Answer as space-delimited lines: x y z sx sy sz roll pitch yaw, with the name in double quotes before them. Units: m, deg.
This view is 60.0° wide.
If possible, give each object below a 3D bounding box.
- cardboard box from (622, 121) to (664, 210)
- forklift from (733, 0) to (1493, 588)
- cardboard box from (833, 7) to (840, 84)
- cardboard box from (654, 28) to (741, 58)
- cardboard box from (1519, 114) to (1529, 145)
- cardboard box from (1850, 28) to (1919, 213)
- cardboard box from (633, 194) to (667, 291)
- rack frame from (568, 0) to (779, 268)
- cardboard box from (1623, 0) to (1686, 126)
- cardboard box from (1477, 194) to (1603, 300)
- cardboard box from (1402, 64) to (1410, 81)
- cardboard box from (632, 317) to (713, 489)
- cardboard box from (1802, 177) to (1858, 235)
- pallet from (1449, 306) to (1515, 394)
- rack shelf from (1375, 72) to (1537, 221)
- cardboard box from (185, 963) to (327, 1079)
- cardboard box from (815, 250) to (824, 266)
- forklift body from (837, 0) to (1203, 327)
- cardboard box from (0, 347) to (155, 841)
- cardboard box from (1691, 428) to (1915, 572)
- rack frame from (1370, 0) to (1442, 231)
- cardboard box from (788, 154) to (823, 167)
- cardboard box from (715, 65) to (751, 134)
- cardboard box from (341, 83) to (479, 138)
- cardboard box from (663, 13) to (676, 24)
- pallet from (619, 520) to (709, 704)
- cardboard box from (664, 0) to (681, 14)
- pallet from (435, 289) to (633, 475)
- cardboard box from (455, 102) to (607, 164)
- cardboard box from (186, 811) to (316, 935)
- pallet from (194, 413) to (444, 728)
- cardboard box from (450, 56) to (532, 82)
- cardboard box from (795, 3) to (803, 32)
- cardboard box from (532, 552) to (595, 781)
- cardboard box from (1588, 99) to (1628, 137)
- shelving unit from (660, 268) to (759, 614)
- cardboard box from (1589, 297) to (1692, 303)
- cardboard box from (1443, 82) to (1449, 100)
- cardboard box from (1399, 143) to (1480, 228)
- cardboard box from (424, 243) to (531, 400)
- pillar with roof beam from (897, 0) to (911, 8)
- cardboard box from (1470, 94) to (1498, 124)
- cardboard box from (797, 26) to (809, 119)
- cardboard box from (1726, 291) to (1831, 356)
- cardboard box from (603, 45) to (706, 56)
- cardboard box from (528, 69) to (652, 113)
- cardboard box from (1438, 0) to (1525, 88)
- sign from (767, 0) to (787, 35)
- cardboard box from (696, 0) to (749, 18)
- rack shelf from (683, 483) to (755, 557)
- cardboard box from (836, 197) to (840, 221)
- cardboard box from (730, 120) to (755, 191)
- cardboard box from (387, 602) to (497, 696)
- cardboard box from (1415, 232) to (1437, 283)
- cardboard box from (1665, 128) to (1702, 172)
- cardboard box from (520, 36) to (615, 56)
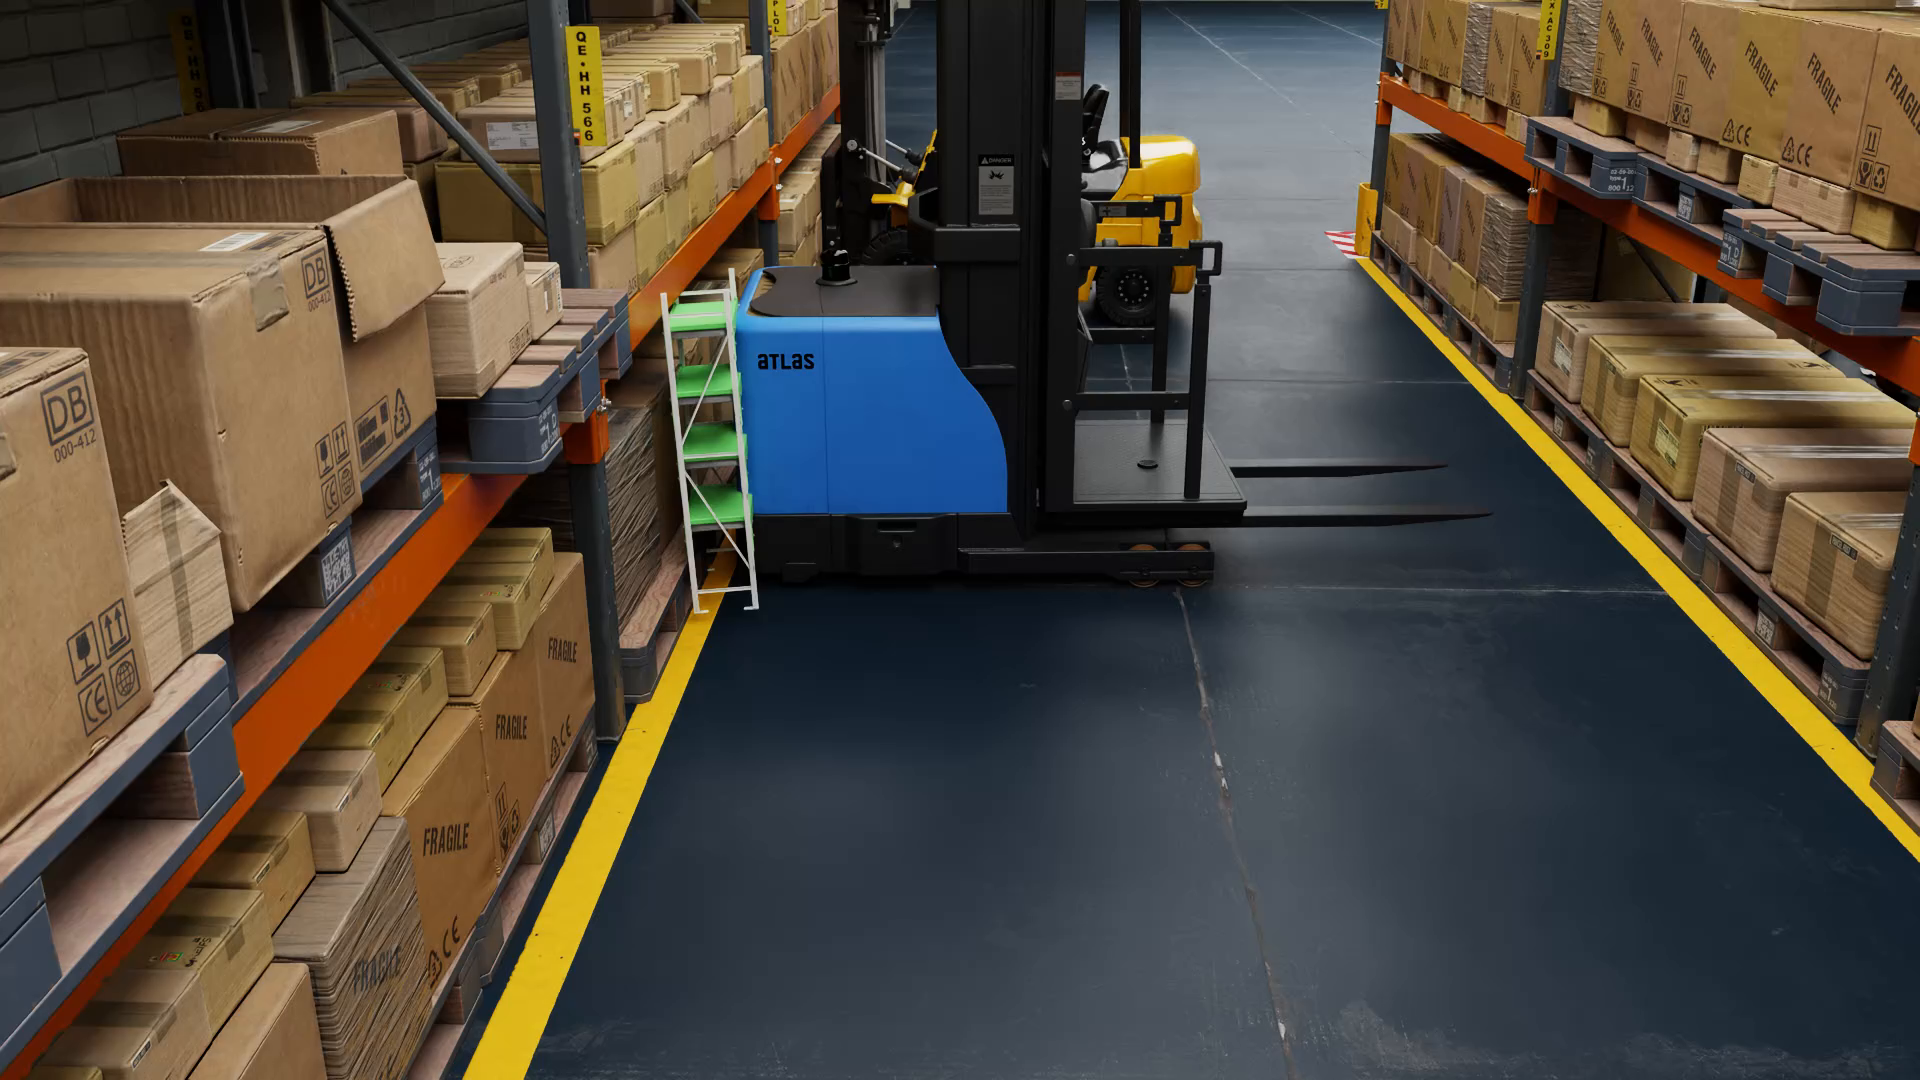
"cardboard box" -1.320 -1.273 5.679 0.500 0.250 0.500 1 21 3
"forklift" 0.623 -1.372 6.513 3.031 2.935 1.130 -1 21 -1
"cardboard box" -1.103 -3.529 11.839 0.500 0.500 0.500 0 21 0
"cardboard box" -1.251 -2.347 7.895 0.380 0.149 0.250 0 21 1
"cardboard box" 3.194 -2.166 8.812 0.380 0.149 0.250 0 21 1
"cardboard box" 3.103 -1.266 5.015 0.500 0.500 0.500 0 21 0
"cardboard box" -1.316 -1.040 5.771 0.500 0.250 0.500 0 21 0
"rack frame" -1.472 -2.217 8.596 1.000 3.000 0.127 1 21 2
"cardboard box" 3.145 -2.019 6.955 0.500 0.500 0.500 1 21 1
"cardboard box" 3.239 -1.644 9.304 0.500 0.500 0.500 0 21 1
"cardboard box" 3.394 -3.372 11.921 0.380 0.149 0.250 1 21 2
"cardboard box" -1.529 -0.565 7.040 0.875 0.625 0.625 0 21 -1
"cardboard box" 3.041 -1.107 5.501 0.380 0.149 0.250 0 21 1
"pallet" 3.474 -1.107 9.590 1.003 0.211 1.213 1 21 2
"rack shelf" 3.550 -2.552 10.453 1.077 0.370 4.000 1 21 2
"cardboard box" -1.450 1.100 2.923 0.500 0.500 0.500 0 21 0
"cardboard box" -1.127 -1.672 10.412 0.500 0.250 0.500 1 21 3
"forklift body" 0.415 -2.562 10.658 2.313 2.155 1.214 1 21 2
"cardboard box" -1.462 0.073 1.974 0.700 0.500 0.500 1 21 2
"cardboard box" 3.409 -0.159 6.345 0.950 0.372 0.625 0 21 1
"rack frame" 3.611 -3.610 12.186 1.000 3.000 0.127 1 21 2
"cardboard box" -1.091 -2.323 10.708 0.500 0.250 0.500 0 21 1
"cardboard box" -1.240 -2.014 7.588 0.500 0.250 0.500 0 21 0
"cardboard box" -1.821 -1.428 5.529 0.380 0.149 0.250 1 21 2
"cardboard box" -1.746 -2.776 9.002 0.380 0.149 0.250 0 21 0
"pallet" -1.530 0.232 6.139 1.003 0.211 1.213 1 21 2
"cardboard box" -1.716 -2.914 8.946 0.380 0.149 0.250 0 21 0
"pallet" -1.544 -0.435 4.270 1.213 0.211 1.003 1 21 2
"cardboard box" -1.290 -1.232 5.022 0.380 0.149 0.250 1 21 3
"cardboard box" -1.483 0.645 3.198 0.380 0.149 0.250 1 21 2
"pallet" -1.648 0.022 3.091 1.003 0.211 1.213 1 21 2
"cardboard box" -1.759 -1.795 6.473 0.380 0.149 0.250 1 21 3
"cardboard box" -1.122 -3.050 9.707 0.380 0.149 0.250 0 21 1
"cardboard box" -1.392 0.354 4.845 0.500 0.500 0.500 1 21 3
"cardboard box" 3.140 -1.956 7.690 0.380 0.149 0.250 1 21 3
"shelving unit" -0.926 -0.379 6.265 0.258 1.200 0.503 -4 18 -4
"cardboard box" 3.777 -1.288 9.422 0.500 0.250 0.500 0 21 -1
"cardboard box" 3.335 -2.905 10.715 0.380 0.149 0.250 1 21 3
"cardboard box" 3.298 -2.387 11.219 0.500 0.500 0.500 0 21 0
"cardboard box" -1.303 -0.512 3.828 0.500 0.250 0.500 0 21 -1
"pillar with roof beam" 2.943 -17.018 38.449 9.100 9.000 0.400 1 21 2
"cardboard box" 3.222 -2.534 9.759 0.380 0.149 0.250 0 21 1
"cardboard box" -1.184 -2.793 9.942 0.500 0.500 0.500 0 21 1
"cardboard box" 4.882 -1.372 9.870 0.500 0.500 0.500 18 27 38
"cardboard box" -1.270 -1.978 6.945 0.380 0.149 0.250 1 21 2
"cardboard box" -1.328 -1.607 5.990 0.380 0.149 0.250 1 21 2
"cardboard box" 3.285 -3.072 10.249 0.500 0.500 0.500 0 21 1
"sign" -0.930 -2.717 8.395 0.100 0.325 0.005 1 21 2
"cardboard box" -1.166 -2.817 8.696 0.380 0.149 0.250 1 21 3
"rack shelf" -0.911 -0.091 6.360 0.258 0.148 0.480 -4 18 -4
"cardboard box" -1.074 -2.263 11.243 0.500 0.250 0.500 0 21 0
"cardboard box" -1.236 -1.780 7.678 0.500 0.250 0.500 1 21 1
"cardboard box" -1.385 0.271 4.161 0.380 0.149 0.250 0 21 0
"cardboard box" 3.283 -1.853 10.880 0.500 0.250 0.500 2 21 5
"cardboard box" 3.089 -1.575 6.709 0.380 0.149 0.250 1 21 4
"cardboard box" -1.753 -2.162 7.419 0.380 0.149 0.250 0 21 1
